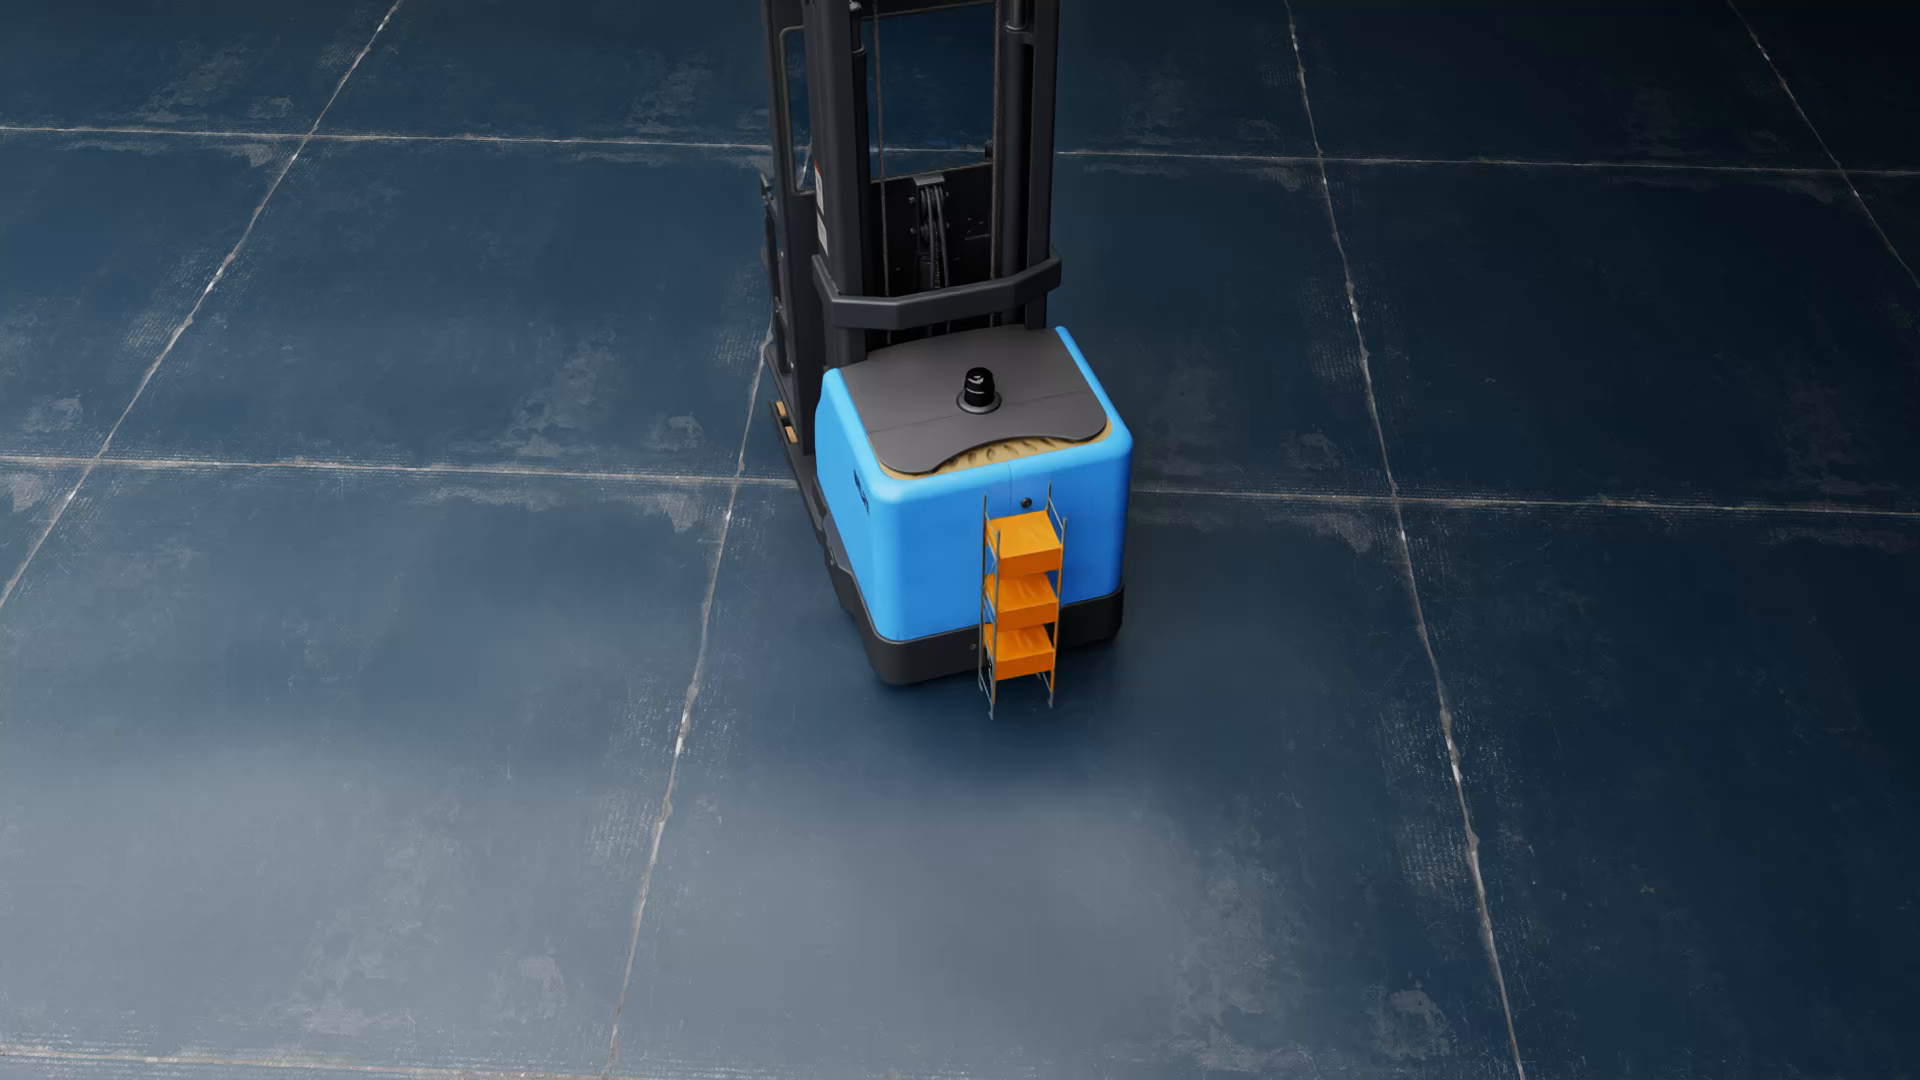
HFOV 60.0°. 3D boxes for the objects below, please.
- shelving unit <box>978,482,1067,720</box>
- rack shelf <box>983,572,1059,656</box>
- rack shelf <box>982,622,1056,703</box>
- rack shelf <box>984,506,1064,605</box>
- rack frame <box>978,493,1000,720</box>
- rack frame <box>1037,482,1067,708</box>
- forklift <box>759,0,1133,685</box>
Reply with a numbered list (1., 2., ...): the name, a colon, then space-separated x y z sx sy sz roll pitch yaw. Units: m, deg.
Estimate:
1. shelving unit: 0.226 0.251 6.290 0.252 1.050 0.215 -10 46 -11
2. rack shelf: 0.226 0.258 6.298 0.240 0.259 0.215 -10 46 -11
3. rack shelf: 0.223 0.455 6.494 0.240 0.259 0.215 -10 46 -11
4. rack shelf: 0.228 0.057 6.097 0.240 0.259 0.215 -10 46 -11
5. rack frame: 0.108 0.272 6.267 0.008 1.050 0.200 -10 46 -11
6. rack frame: 0.344 0.229 6.313 0.008 1.050 0.200 -10 46 -11
7. forklift: -0.263 -1.516 6.812 1.130 2.935 3.031 -12 44 -13
